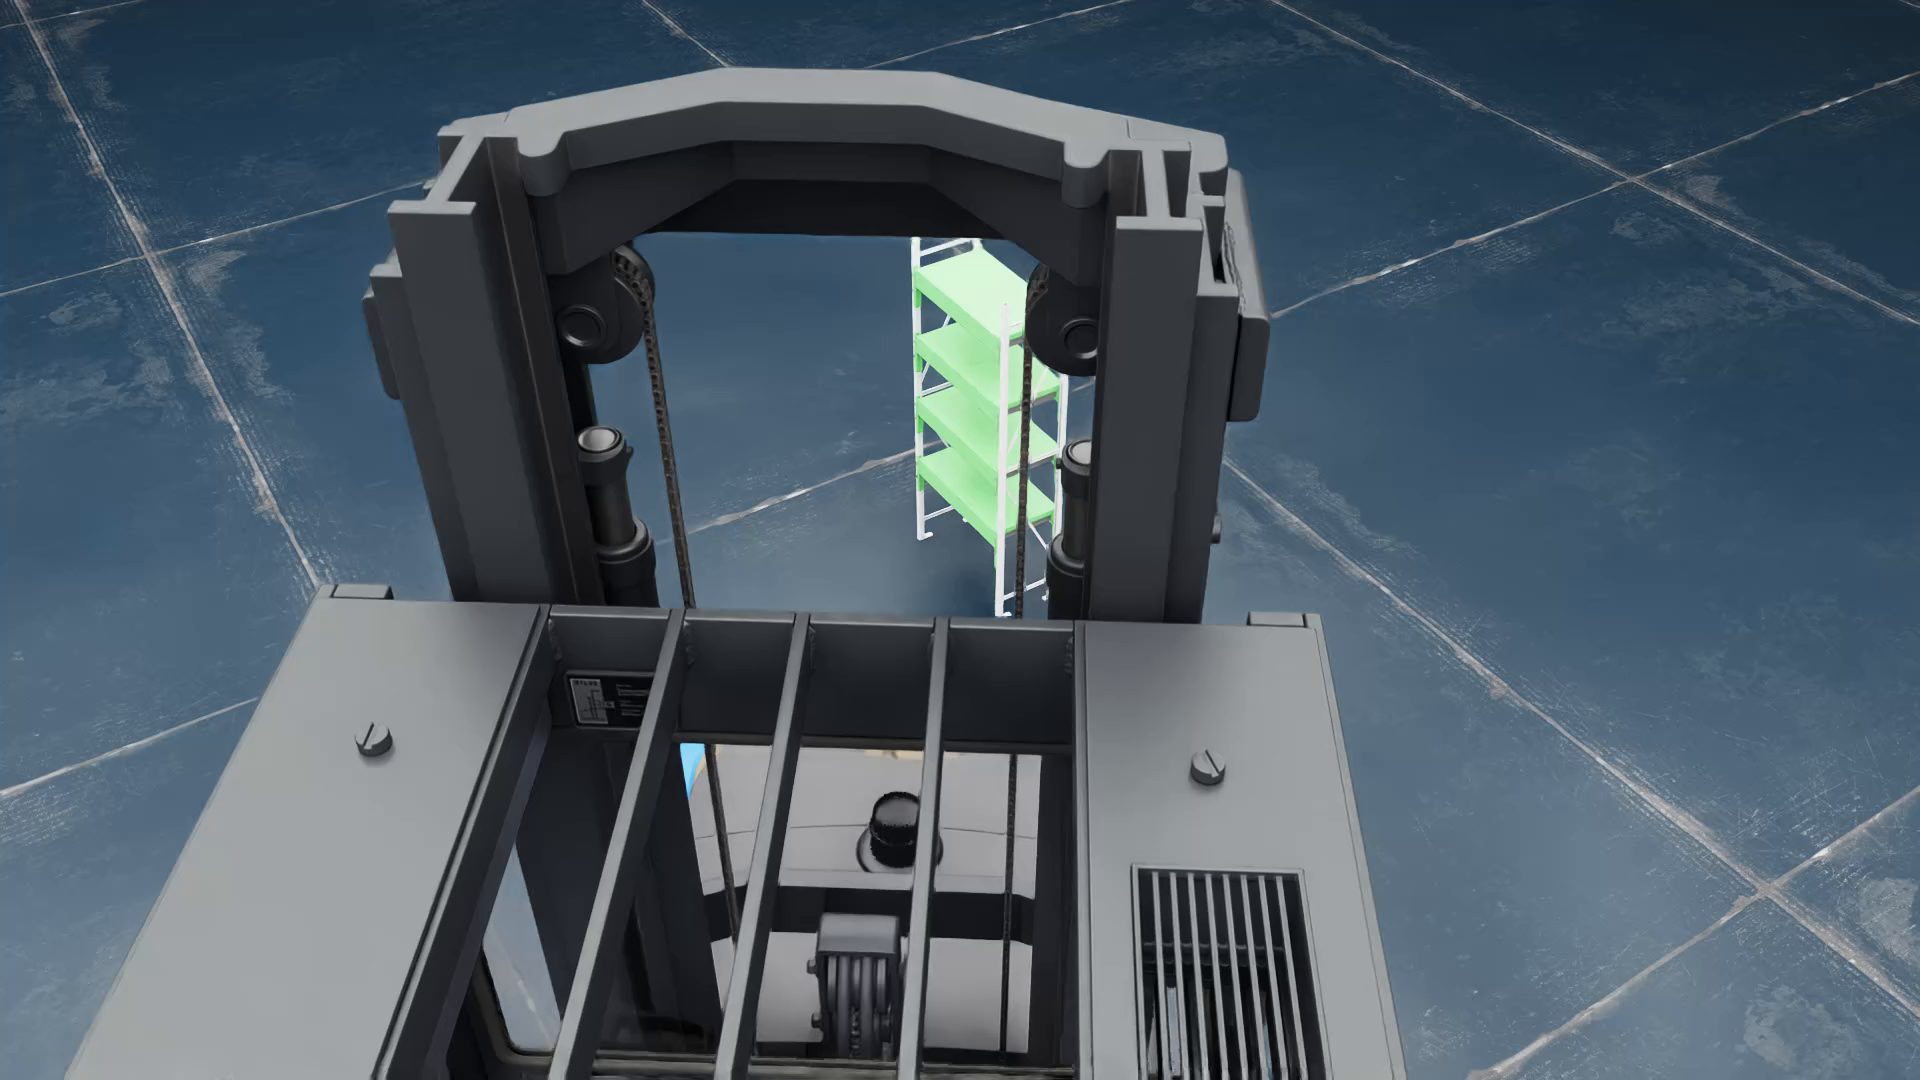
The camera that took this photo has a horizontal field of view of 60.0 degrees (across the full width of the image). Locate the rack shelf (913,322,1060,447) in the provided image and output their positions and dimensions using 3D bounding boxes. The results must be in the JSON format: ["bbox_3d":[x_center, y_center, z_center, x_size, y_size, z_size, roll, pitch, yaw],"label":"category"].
[{"bbox_3d":[0.089,-0.507,5.146,0.258,0.148,0.480,-22,45,-24],"label":"rack shelf"}]

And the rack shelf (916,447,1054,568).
[{"bbox_3d":[0.089,-0.138,5.453,0.258,0.148,0.480,-22,45,-24],"label":"rack shelf"}]

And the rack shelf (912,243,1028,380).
[{"bbox_3d":[0.089,-0.691,4.992,0.258,0.148,0.480,-22,45,-24],"label":"rack shelf"}]

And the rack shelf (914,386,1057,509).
[{"bbox_3d":[0.089,-0.323,5.300,0.258,0.148,0.480,-22,45,-24],"label":"rack shelf"}]

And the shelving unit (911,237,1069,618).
[{"bbox_3d":[0.089,-0.372,5.259,0.258,1.200,0.503,-22,45,-24],"label":"shelving unit"}]

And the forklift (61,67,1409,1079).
[{"bbox_3d":[-0.169,1.046,2.205,1.130,2.935,3.031,2,40,2],"label":"forklift"}]

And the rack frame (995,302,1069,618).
[{"bbox_3d":[0.220,-0.240,5.101,0.240,1.200,0.015,-22,45,-24],"label":"rack frame"}]

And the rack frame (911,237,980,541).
[{"bbox_3d":[-0.042,-0.503,5.417,0.240,1.200,0.015,-22,45,-24],"label":"rack frame"}]
